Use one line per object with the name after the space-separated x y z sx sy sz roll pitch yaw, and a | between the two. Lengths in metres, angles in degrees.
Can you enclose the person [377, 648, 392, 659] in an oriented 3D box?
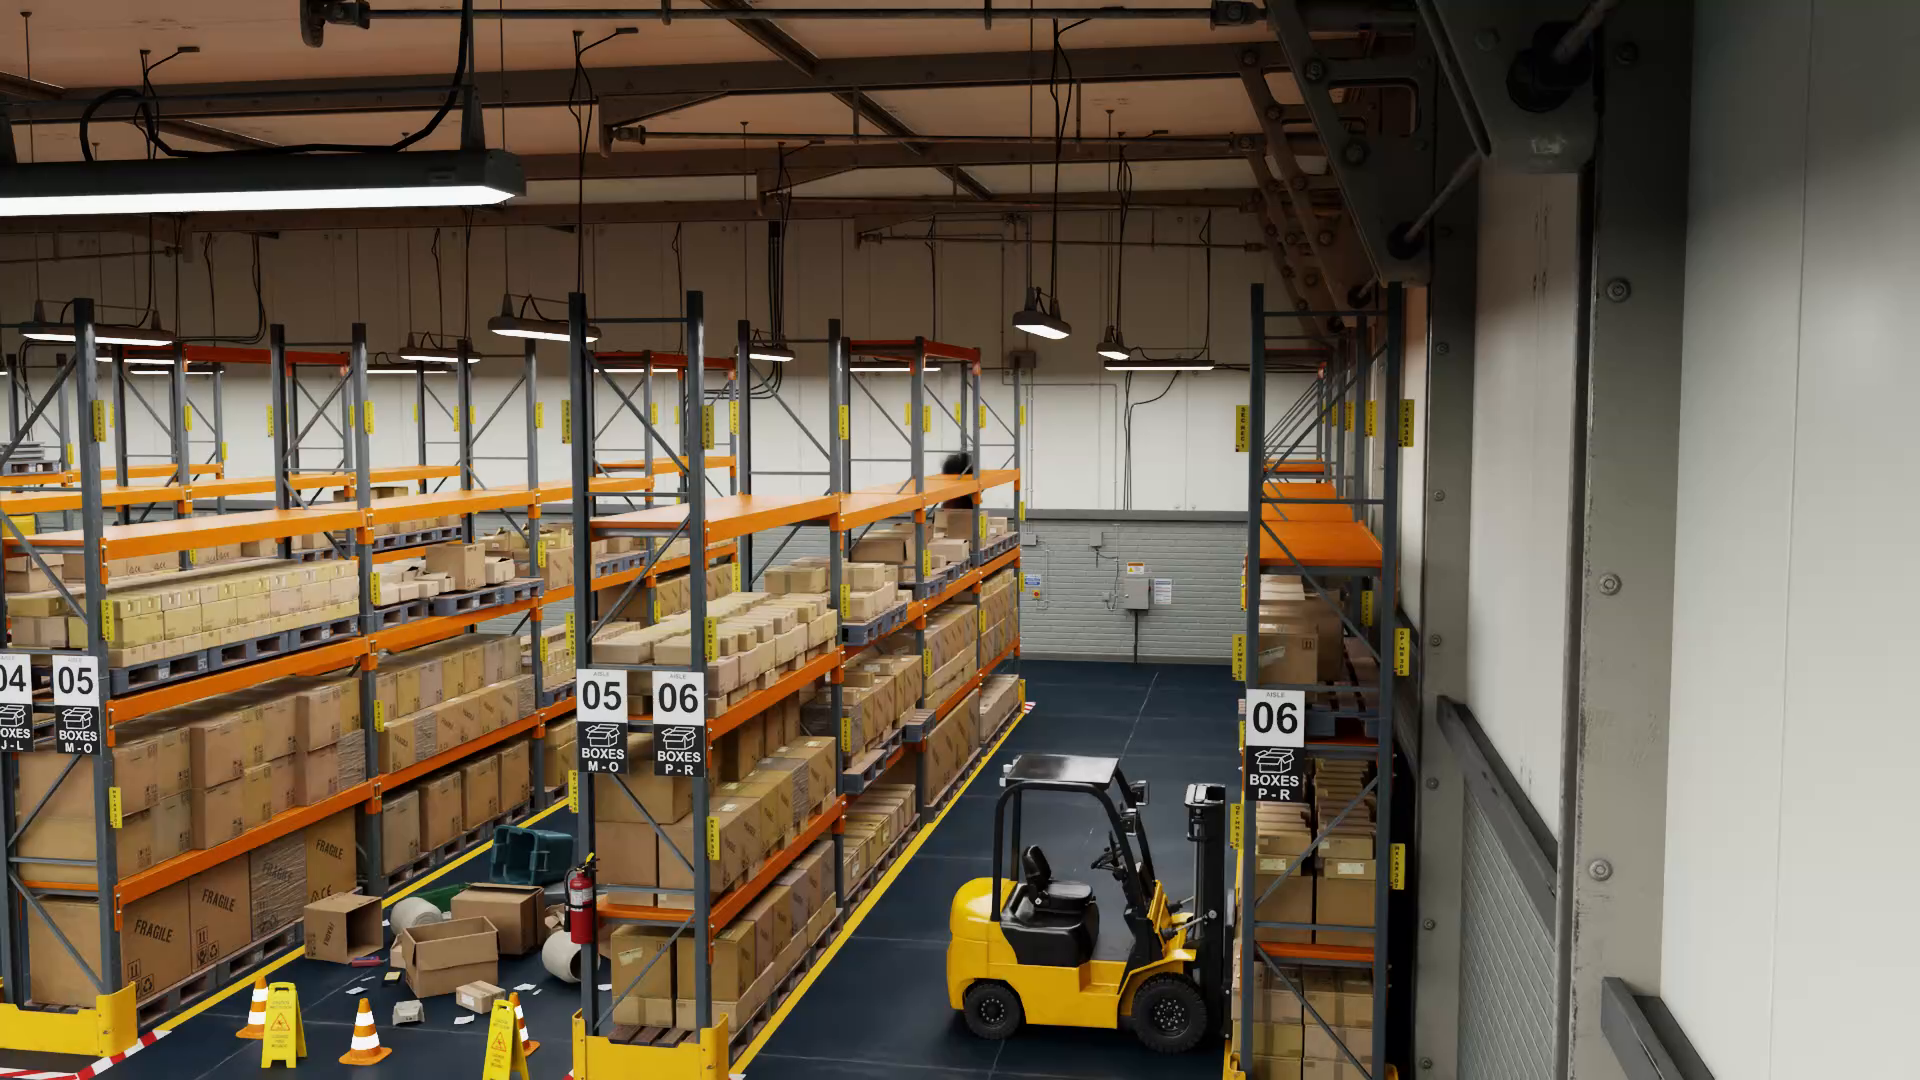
-8.384 2.386 24.165 0.595 1.660 0.584 1 5 8 | person
